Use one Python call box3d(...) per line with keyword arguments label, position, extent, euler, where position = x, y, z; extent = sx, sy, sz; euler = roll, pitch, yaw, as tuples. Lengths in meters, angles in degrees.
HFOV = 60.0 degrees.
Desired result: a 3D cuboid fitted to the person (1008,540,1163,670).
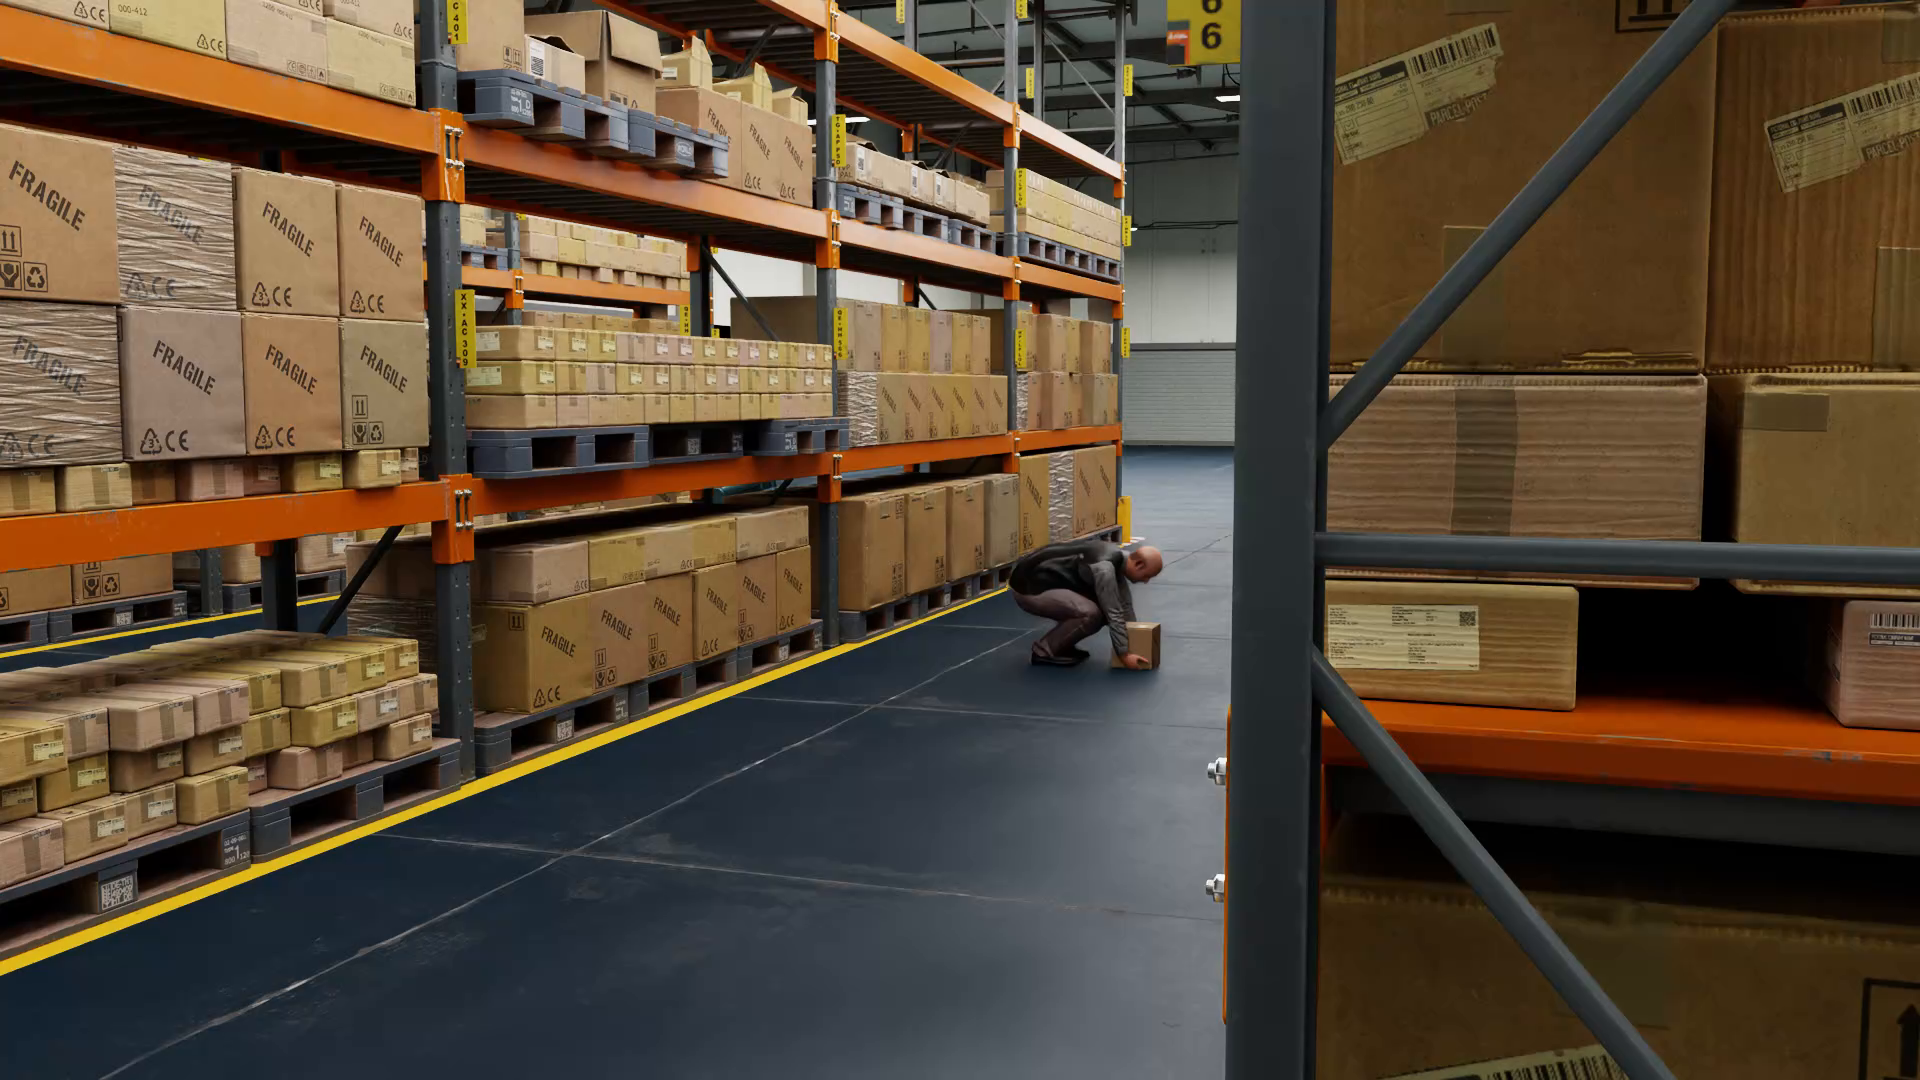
box3d(label="person", position=(0.779, 0.397, 10.258), extent=(0.933, 0.796, 0.509), euler=(2, 5, 17))
